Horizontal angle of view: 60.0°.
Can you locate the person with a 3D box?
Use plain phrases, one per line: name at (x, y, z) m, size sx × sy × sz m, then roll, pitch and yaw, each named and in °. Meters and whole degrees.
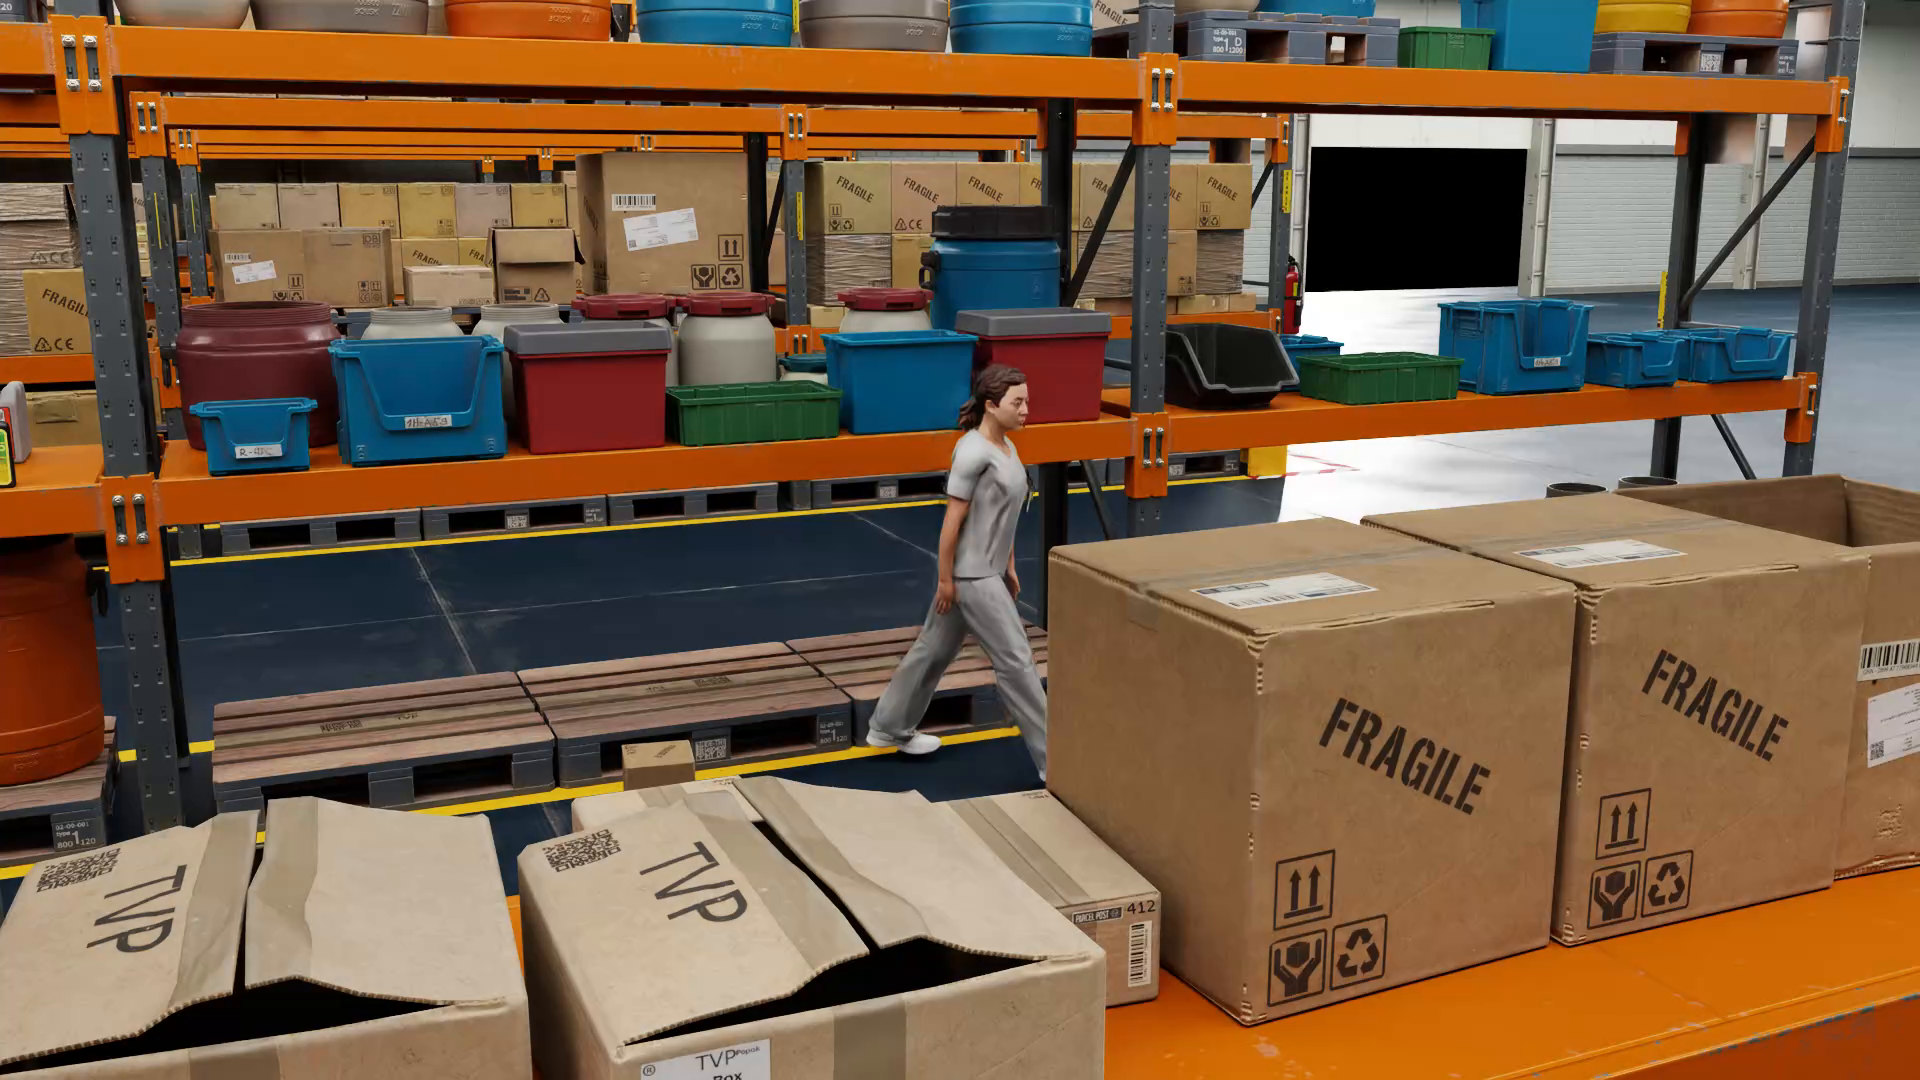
person at (0.115, 0.111, 6.470) m, size 1.048 × 1.600 × 0.452 m, roll 3°, pitch 13°, yaw 16°
